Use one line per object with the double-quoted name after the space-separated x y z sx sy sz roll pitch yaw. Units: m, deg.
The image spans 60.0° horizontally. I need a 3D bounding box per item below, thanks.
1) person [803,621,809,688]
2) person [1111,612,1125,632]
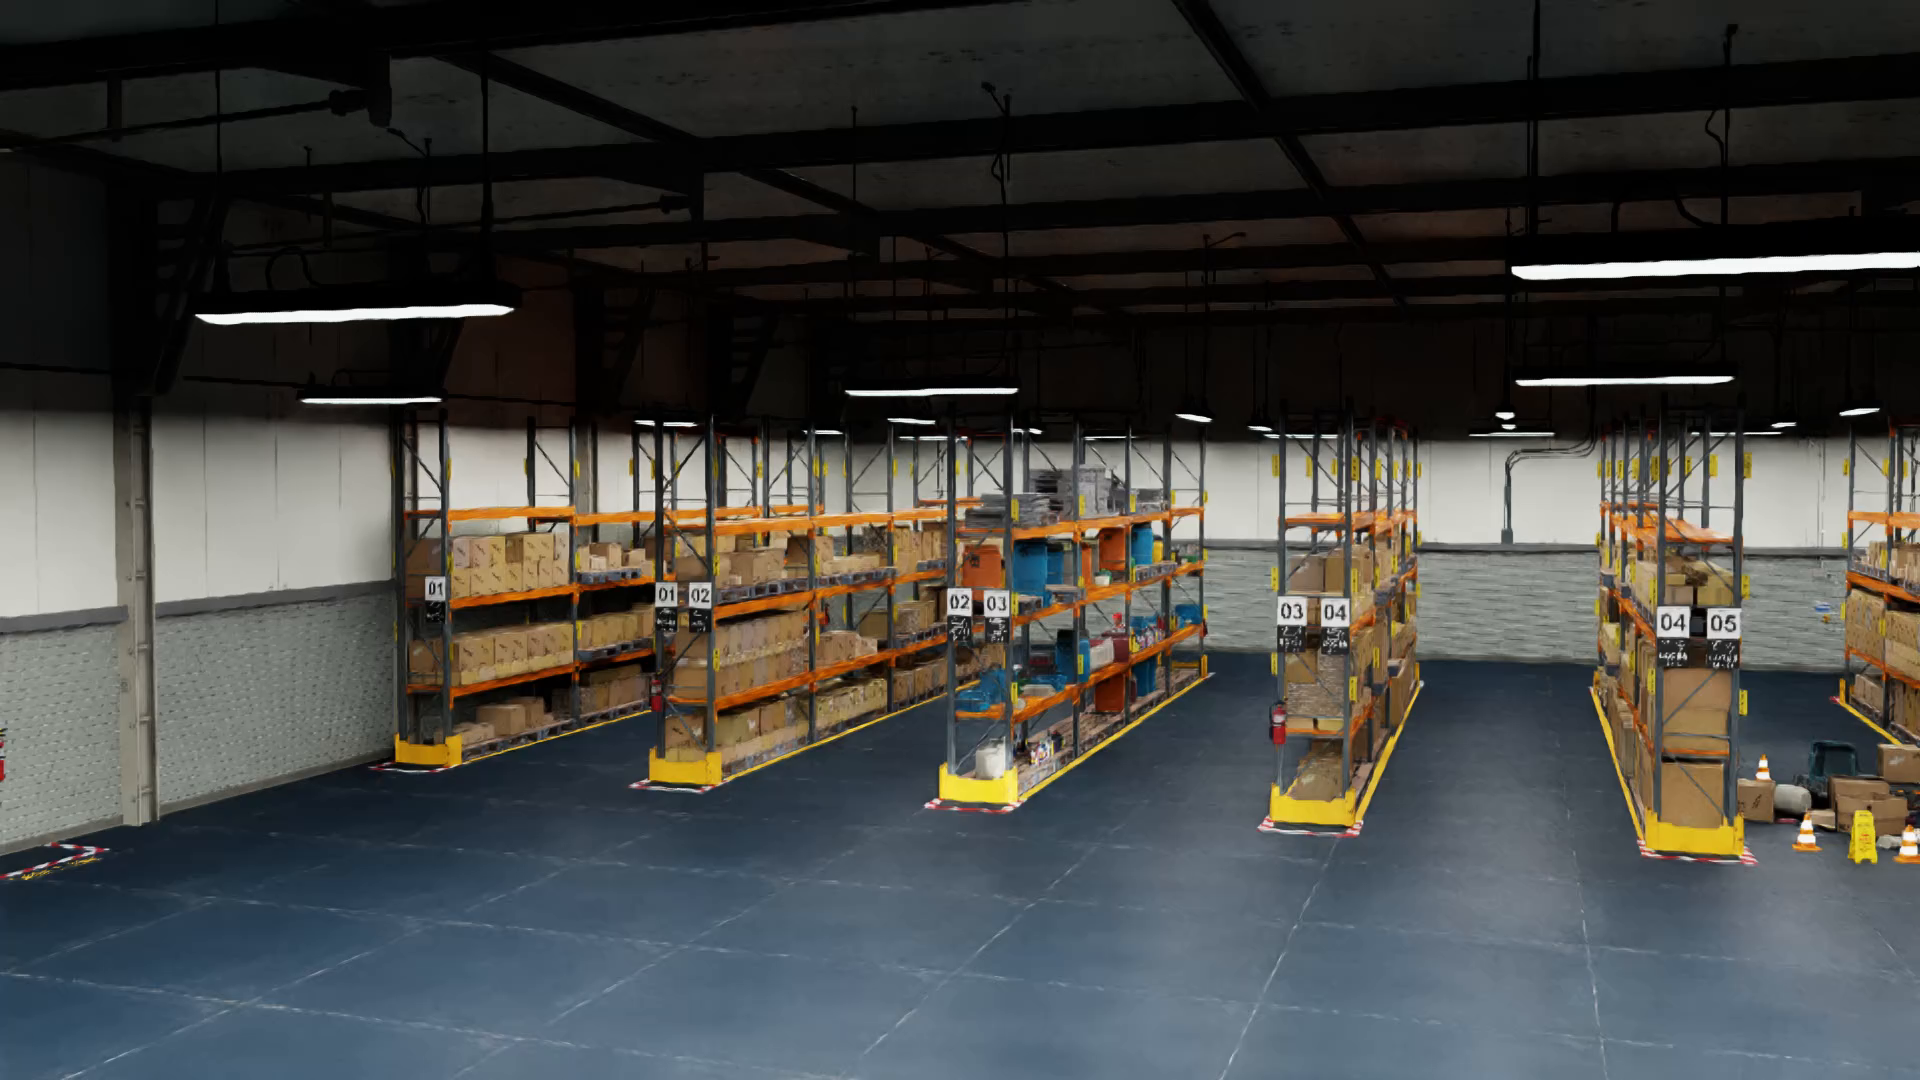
-3.430 2.595 37.206 0.456 1.589 1.088 1 3 21 "person"
3.614 2.510 37.665 0.686 1.762 0.620 -2 3 -39 "person"
